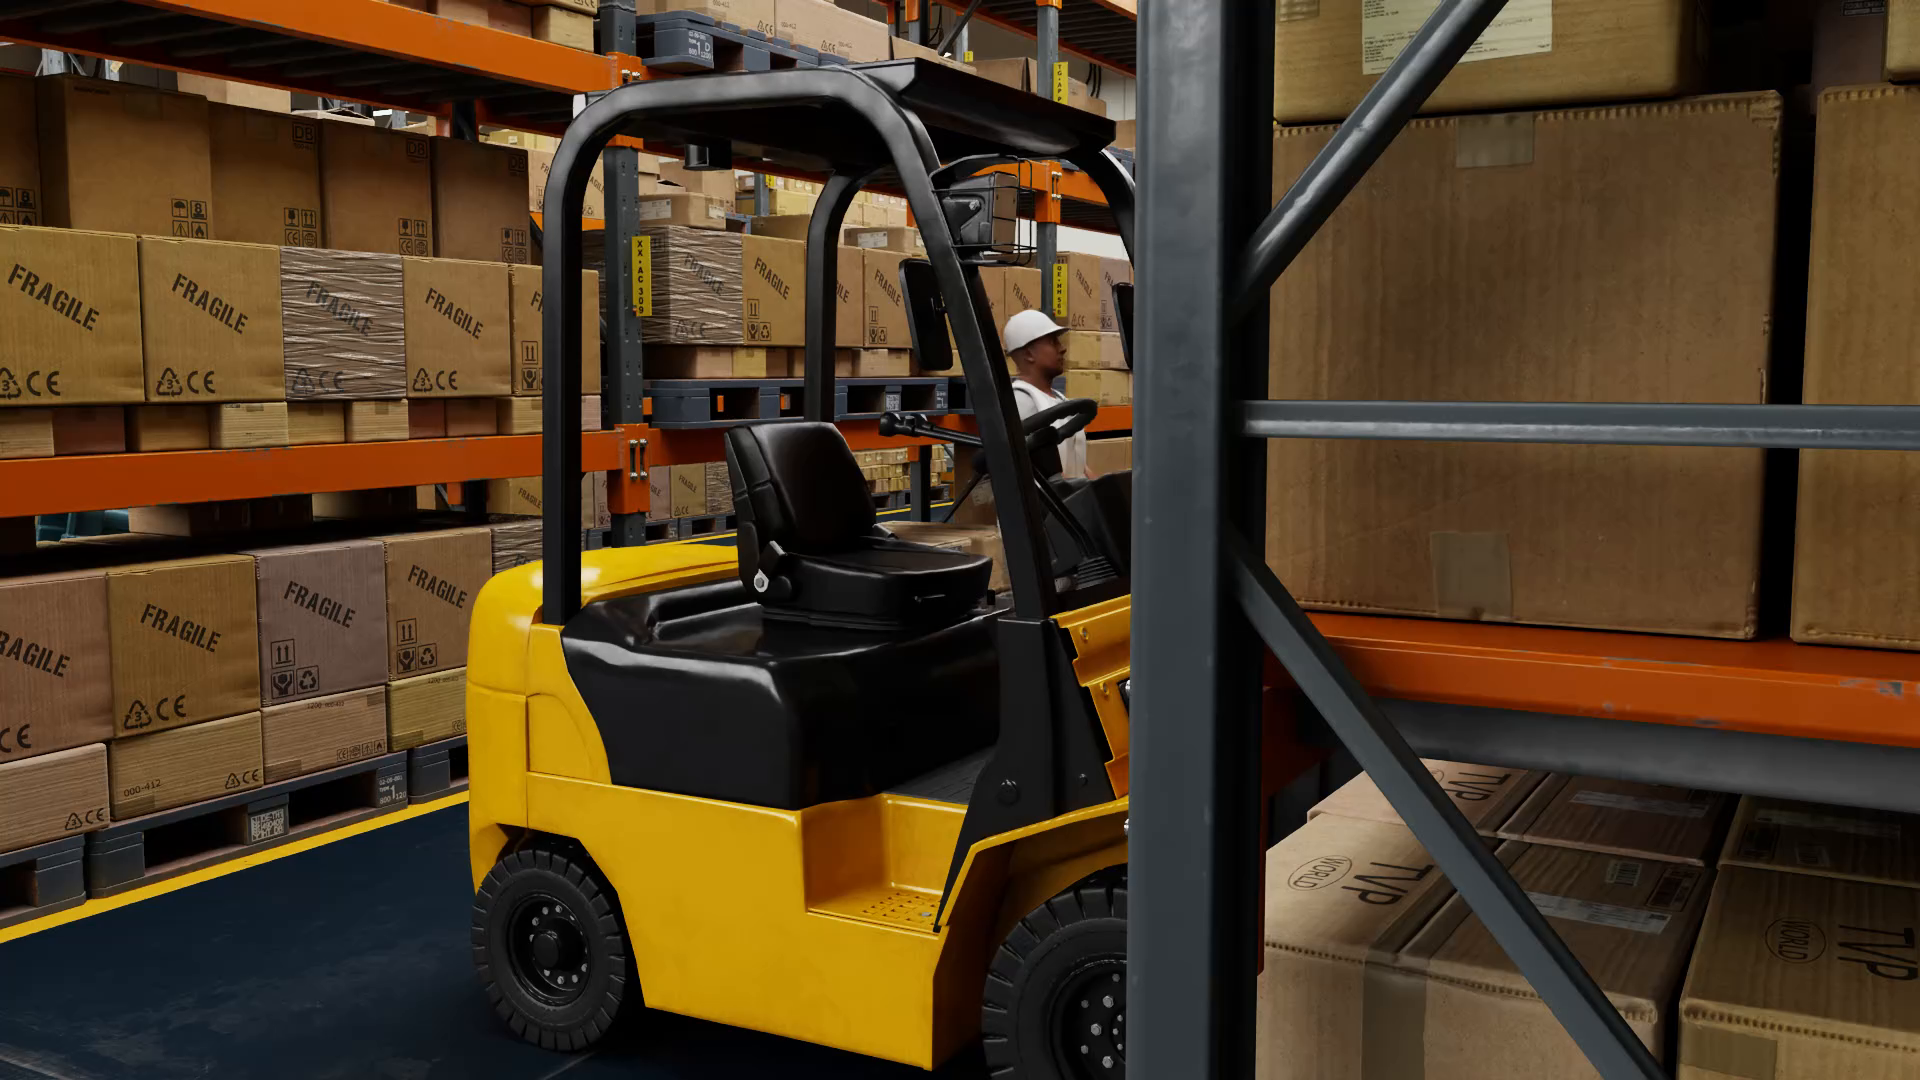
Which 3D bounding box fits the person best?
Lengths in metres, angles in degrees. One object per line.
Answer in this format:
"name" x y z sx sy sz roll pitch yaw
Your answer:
"person" 0.412 -0.014 6.597 0.557 1.788 0.532 2 6 20
